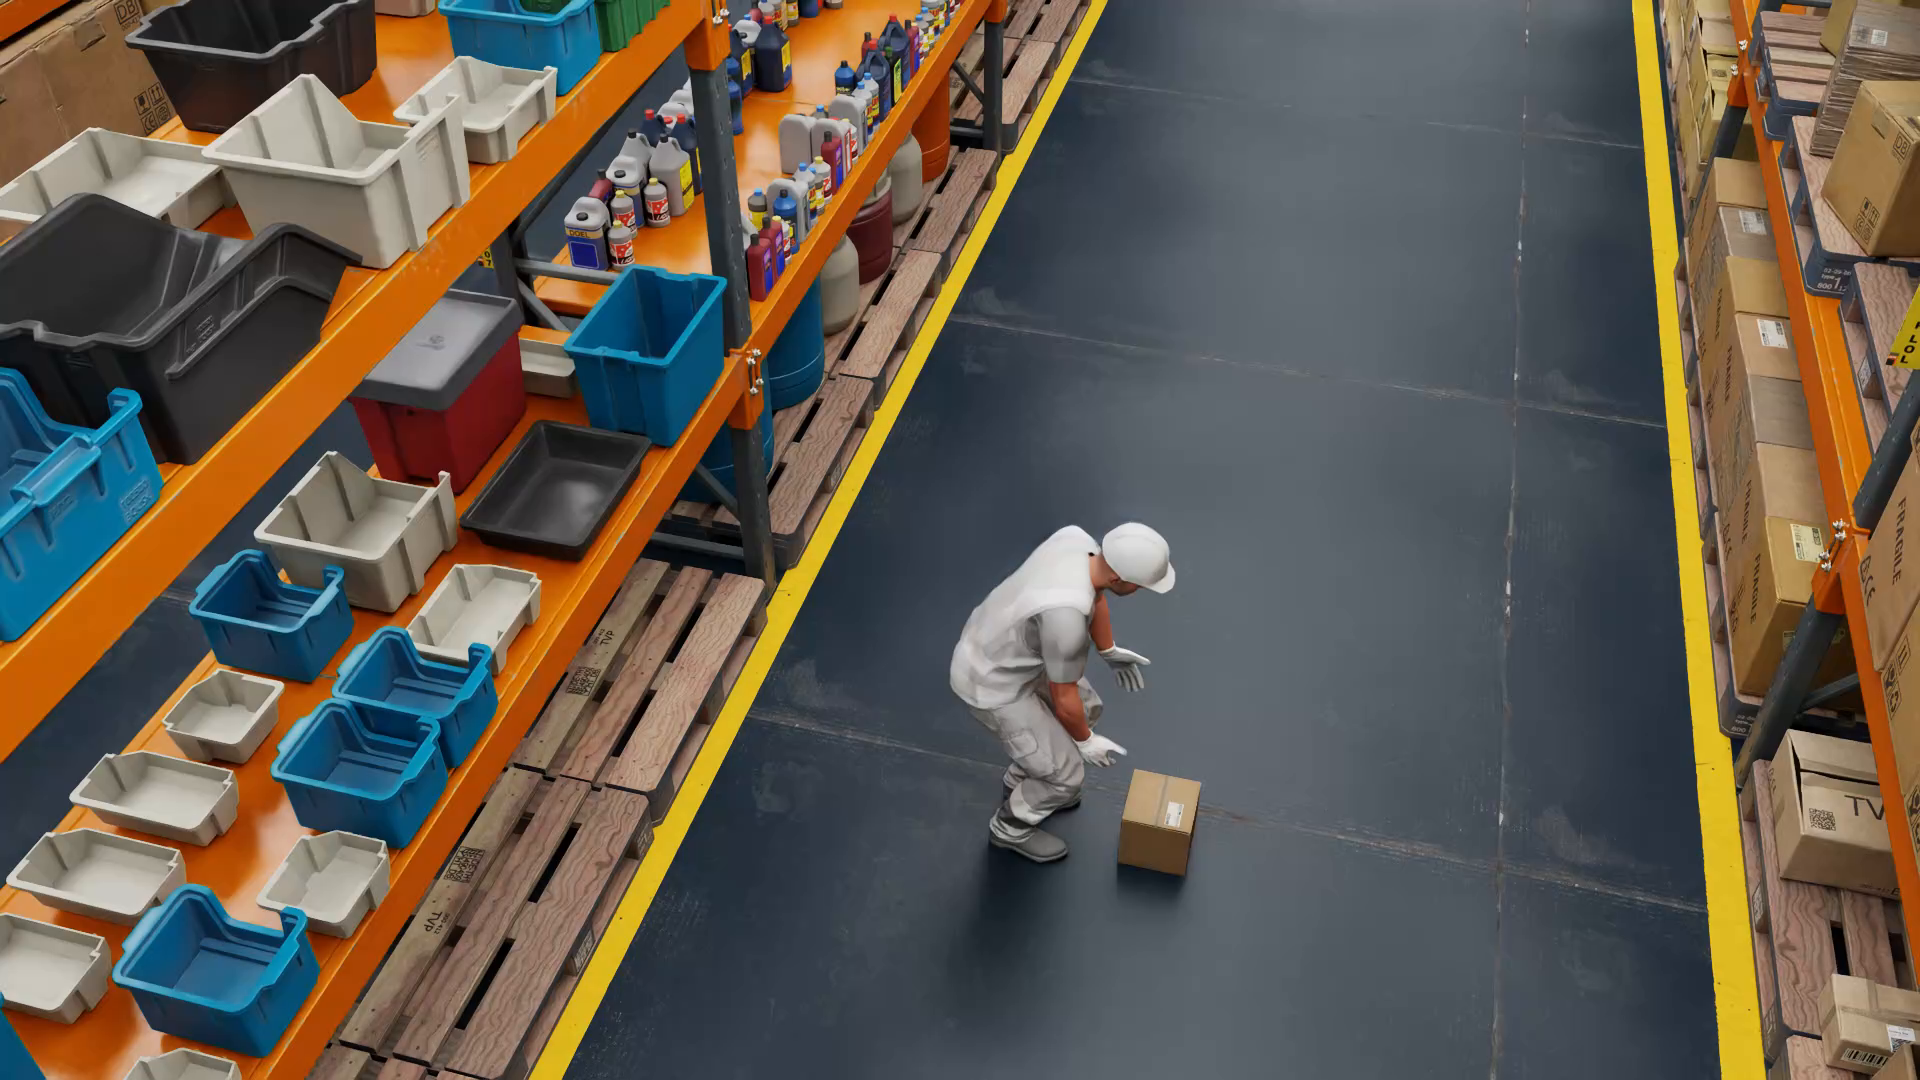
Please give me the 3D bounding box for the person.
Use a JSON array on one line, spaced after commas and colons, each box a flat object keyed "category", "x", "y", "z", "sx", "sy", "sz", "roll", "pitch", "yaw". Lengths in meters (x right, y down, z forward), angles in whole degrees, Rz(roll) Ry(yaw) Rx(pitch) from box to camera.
[{"category": "person", "x": 0.343, "y": 0.485, "z": 5.819, "sx": 0.731, "sy": 1.471, "sz": 0.580, "roll": 10, "pitch": 42, "yaw": 12}]
